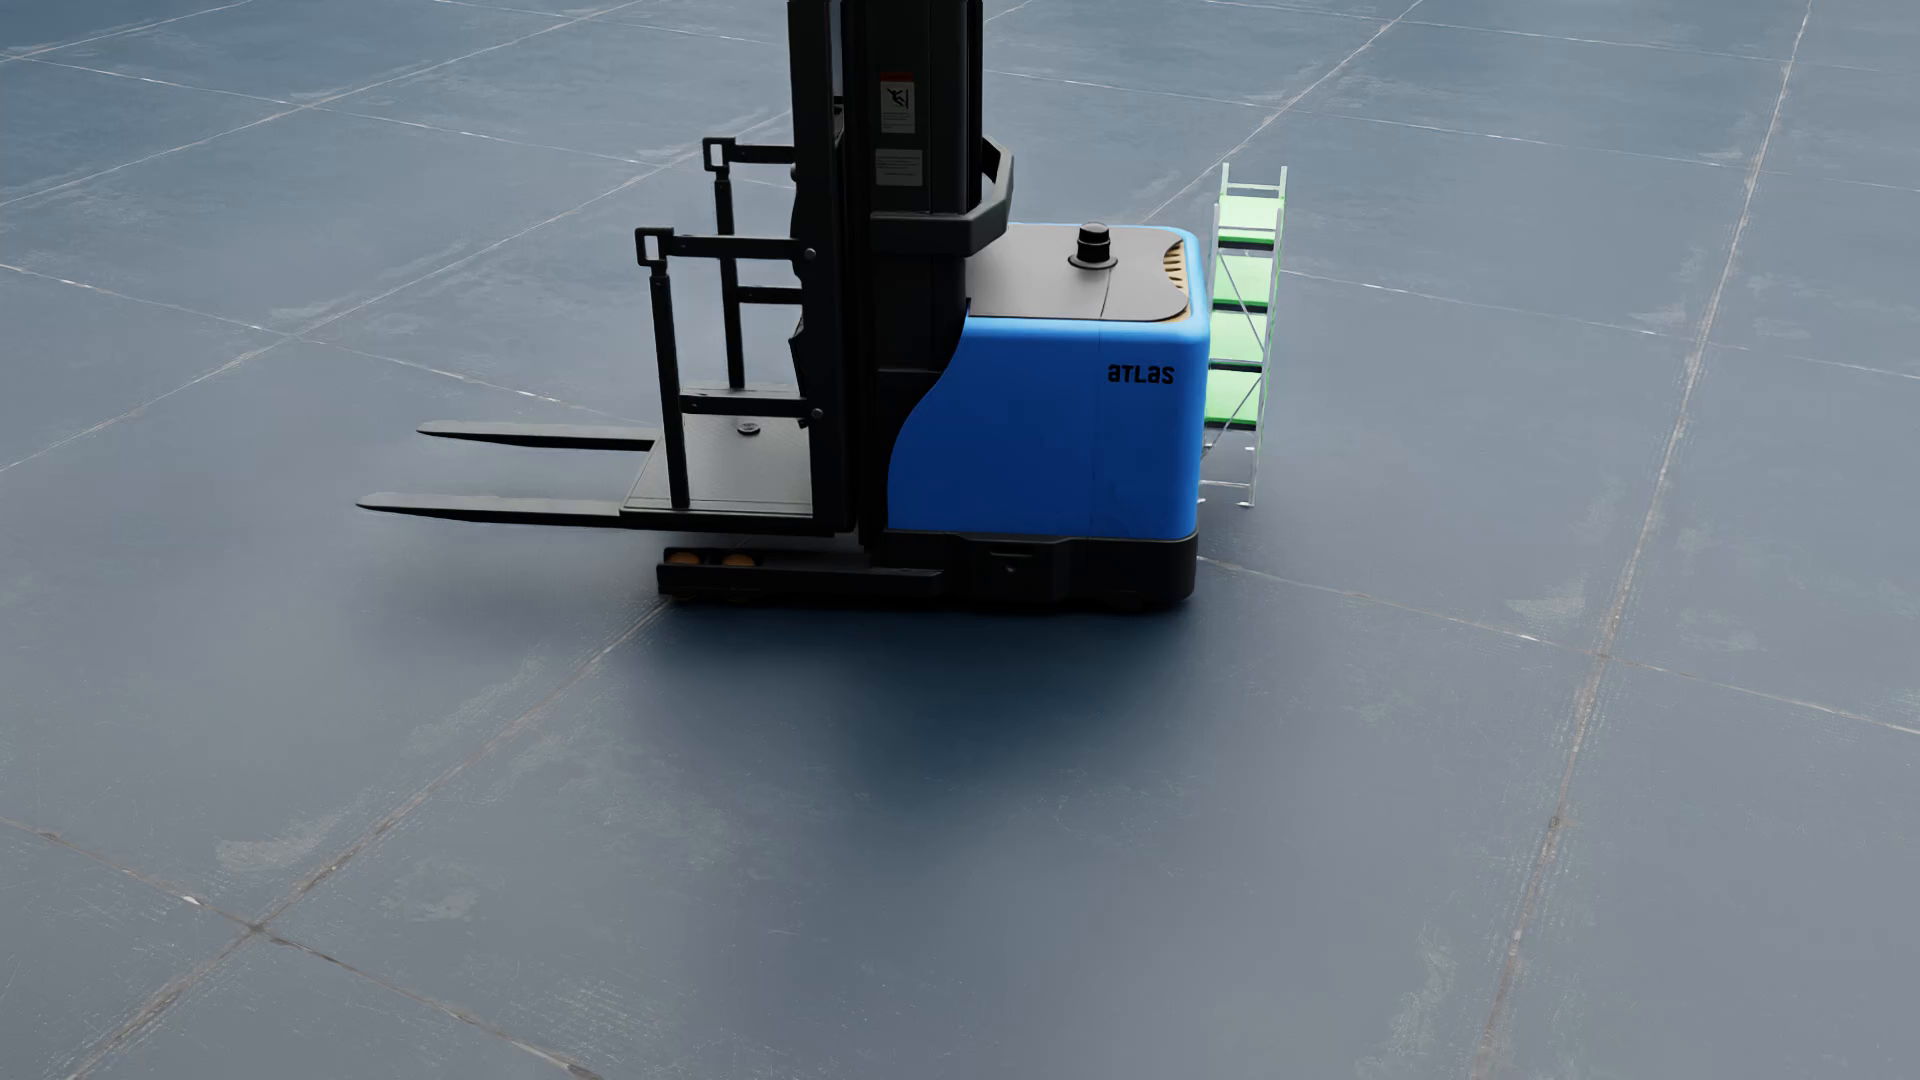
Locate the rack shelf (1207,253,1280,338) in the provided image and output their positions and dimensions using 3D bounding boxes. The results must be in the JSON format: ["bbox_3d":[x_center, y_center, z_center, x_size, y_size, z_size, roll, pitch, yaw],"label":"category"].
[{"bbox_3d":[1.074,-0.937,6.322,0.258,0.148,0.480,6,30,10],"label":"rack shelf"}]

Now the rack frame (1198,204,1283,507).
[{"bbox_3d":[1.026,-0.665,6.203,0.240,1.200,0.015,6,30,10],"label":"rack frame"}]

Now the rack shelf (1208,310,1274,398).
[{"bbox_3d":[1.074,-0.728,6.442,0.258,0.148,0.480,6,30,10],"label":"rack shelf"}]

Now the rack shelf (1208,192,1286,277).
[{"bbox_3d":[1.074,-1.145,6.203,0.258,0.148,0.480,6,30,10],"label":"rack shelf"}]

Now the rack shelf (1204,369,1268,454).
[{"bbox_3d":[1.074,-0.520,6.561,0.258,0.148,0.480,6,30,10],"label":"rack shelf"}]

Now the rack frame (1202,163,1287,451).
[{"bbox_3d":[1.121,-0.903,6.618,0.240,1.200,0.015,6,30,10],"label":"rack frame"}]

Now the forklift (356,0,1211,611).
[{"bbox_3d":[-0.657,-1.311,5.590,3.031,2.935,1.130,2,30,4],"label":"forklift"}]

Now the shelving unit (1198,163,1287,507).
[{"bbox_3d":[1.074,-0.784,6.410,0.258,1.200,0.503,6,30,10],"label":"shelving unit"}]
